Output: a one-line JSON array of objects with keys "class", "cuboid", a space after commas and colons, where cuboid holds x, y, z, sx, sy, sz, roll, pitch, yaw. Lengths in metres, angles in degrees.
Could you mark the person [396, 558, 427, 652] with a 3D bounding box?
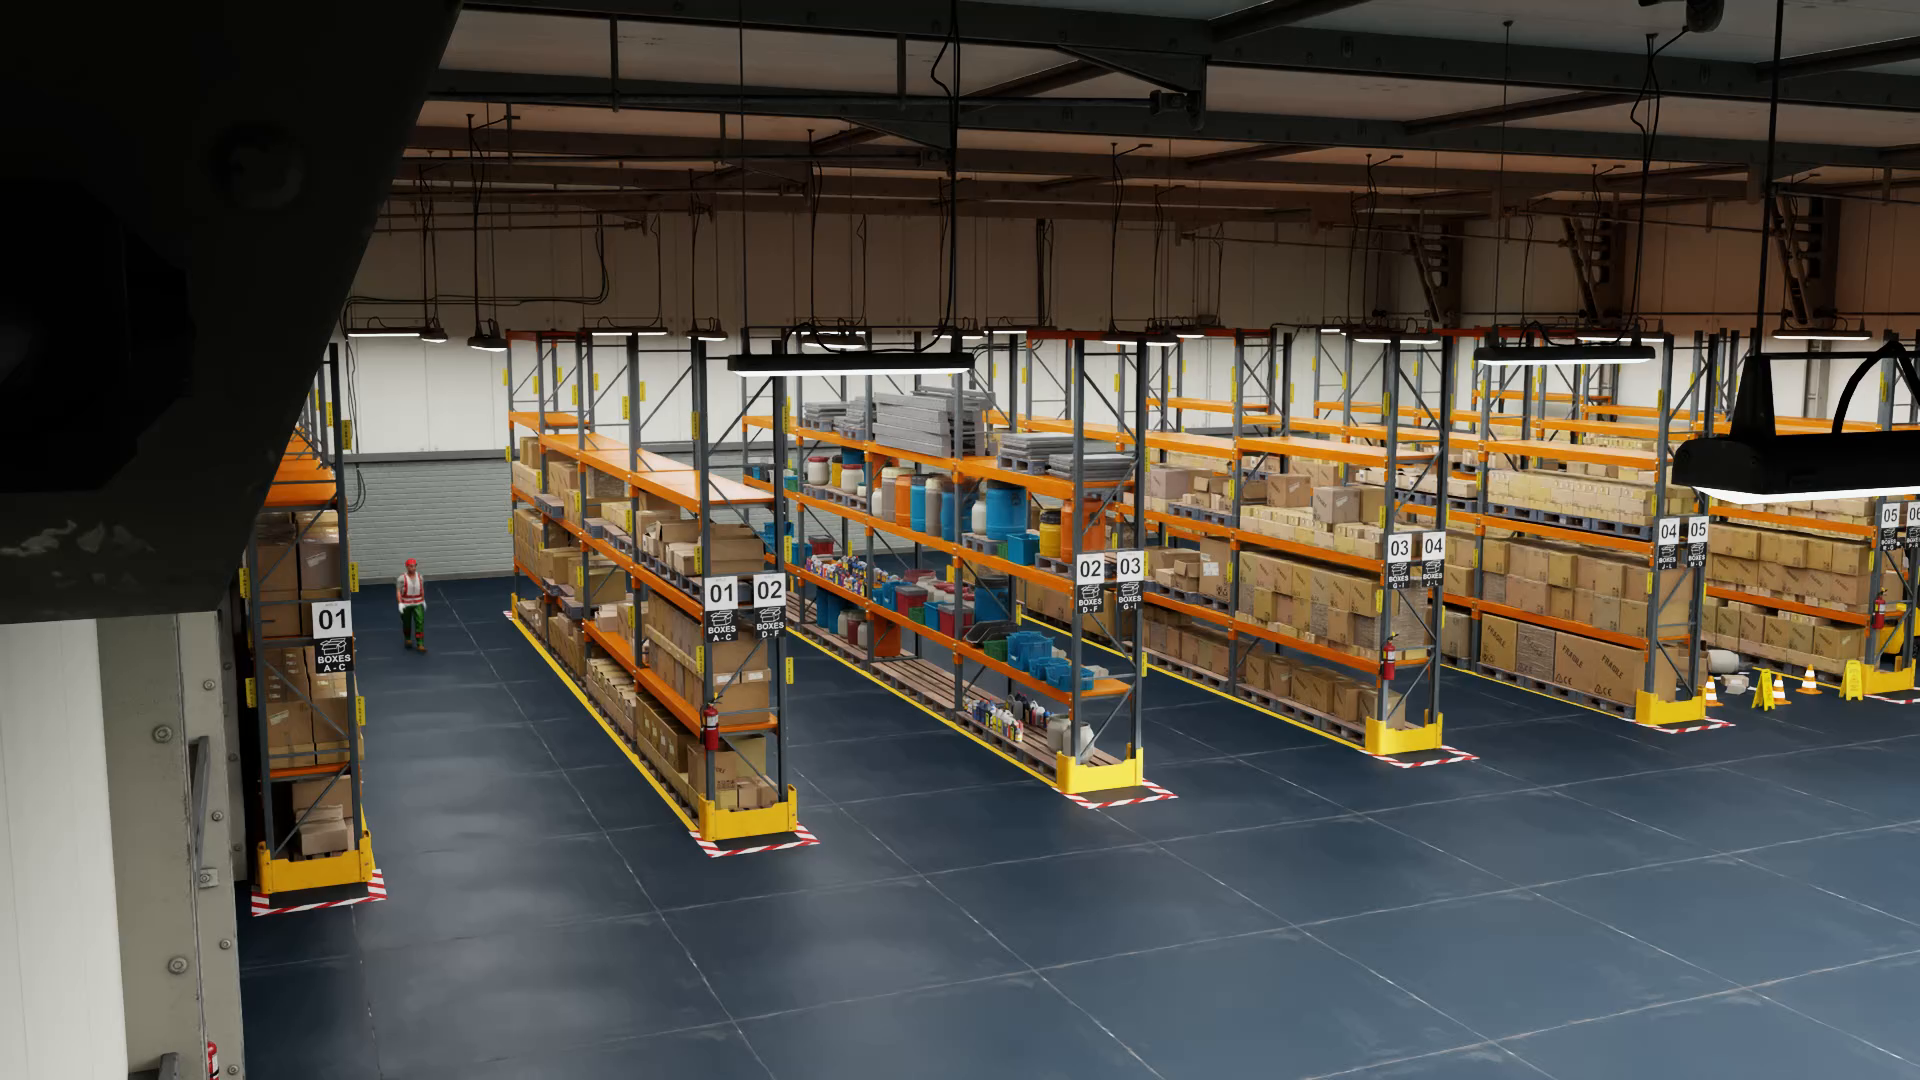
[{"class": "person", "cuboid": [-10.307, 1.209, 31.290, 0.569, 1.731, 1.098, -4, 9, -26]}]
